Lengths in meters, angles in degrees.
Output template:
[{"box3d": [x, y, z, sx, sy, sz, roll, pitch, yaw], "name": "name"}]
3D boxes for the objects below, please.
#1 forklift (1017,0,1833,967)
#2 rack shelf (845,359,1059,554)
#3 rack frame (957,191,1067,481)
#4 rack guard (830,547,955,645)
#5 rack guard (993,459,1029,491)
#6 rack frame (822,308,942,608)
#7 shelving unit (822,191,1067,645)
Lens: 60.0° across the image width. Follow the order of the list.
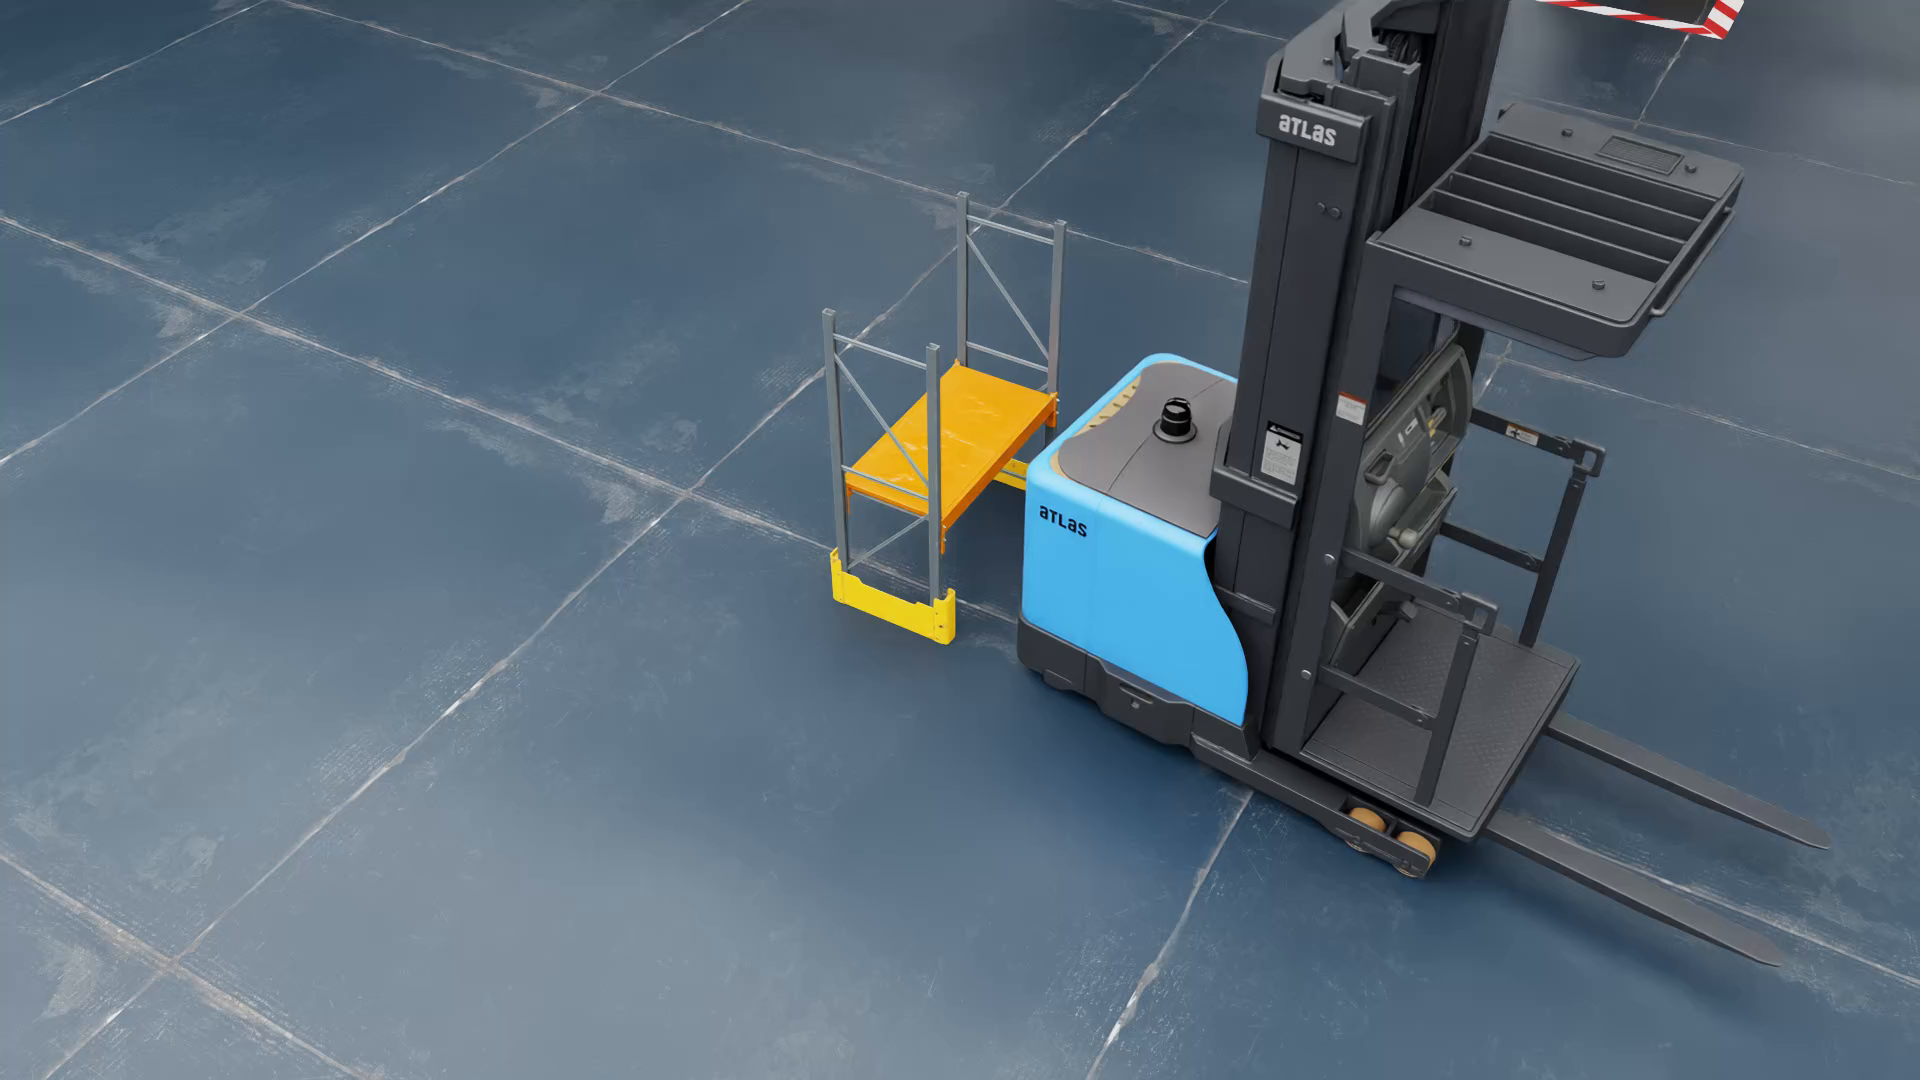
[{"box3d": [1.730, -0.259, 5.642, 3.031, 2.935, 1.130, 25, 47, 26], "name": "forklift"}, {"box3d": [-0.043, -0.379, 7.133, 0.538, 0.185, 1.000, 21, 45, 22], "name": "rack shelf"}, {"box3d": [0.212, -0.805, 7.345, 0.500, 1.500, 0.032, 21, 45, 22], "name": "rack frame"}, {"box3d": [-0.287, 0.235, 7.110, 0.587, 0.250, 0.087, 21, 45, 22], "name": "rack guard"}, {"box3d": [0.211, -0.335, 7.757, 0.587, 0.250, 0.087, 21, 45, 22], "name": "rack guard"}, {"box3d": [-0.297, -0.223, 6.684, 0.500, 1.500, 0.032, 21, 45, 22], "name": "rack frame"}, {"box3d": [-0.038, -0.519, 7.020, 0.587, 1.500, 1.083, 21, 45, 22], "name": "shelving unit"}]
